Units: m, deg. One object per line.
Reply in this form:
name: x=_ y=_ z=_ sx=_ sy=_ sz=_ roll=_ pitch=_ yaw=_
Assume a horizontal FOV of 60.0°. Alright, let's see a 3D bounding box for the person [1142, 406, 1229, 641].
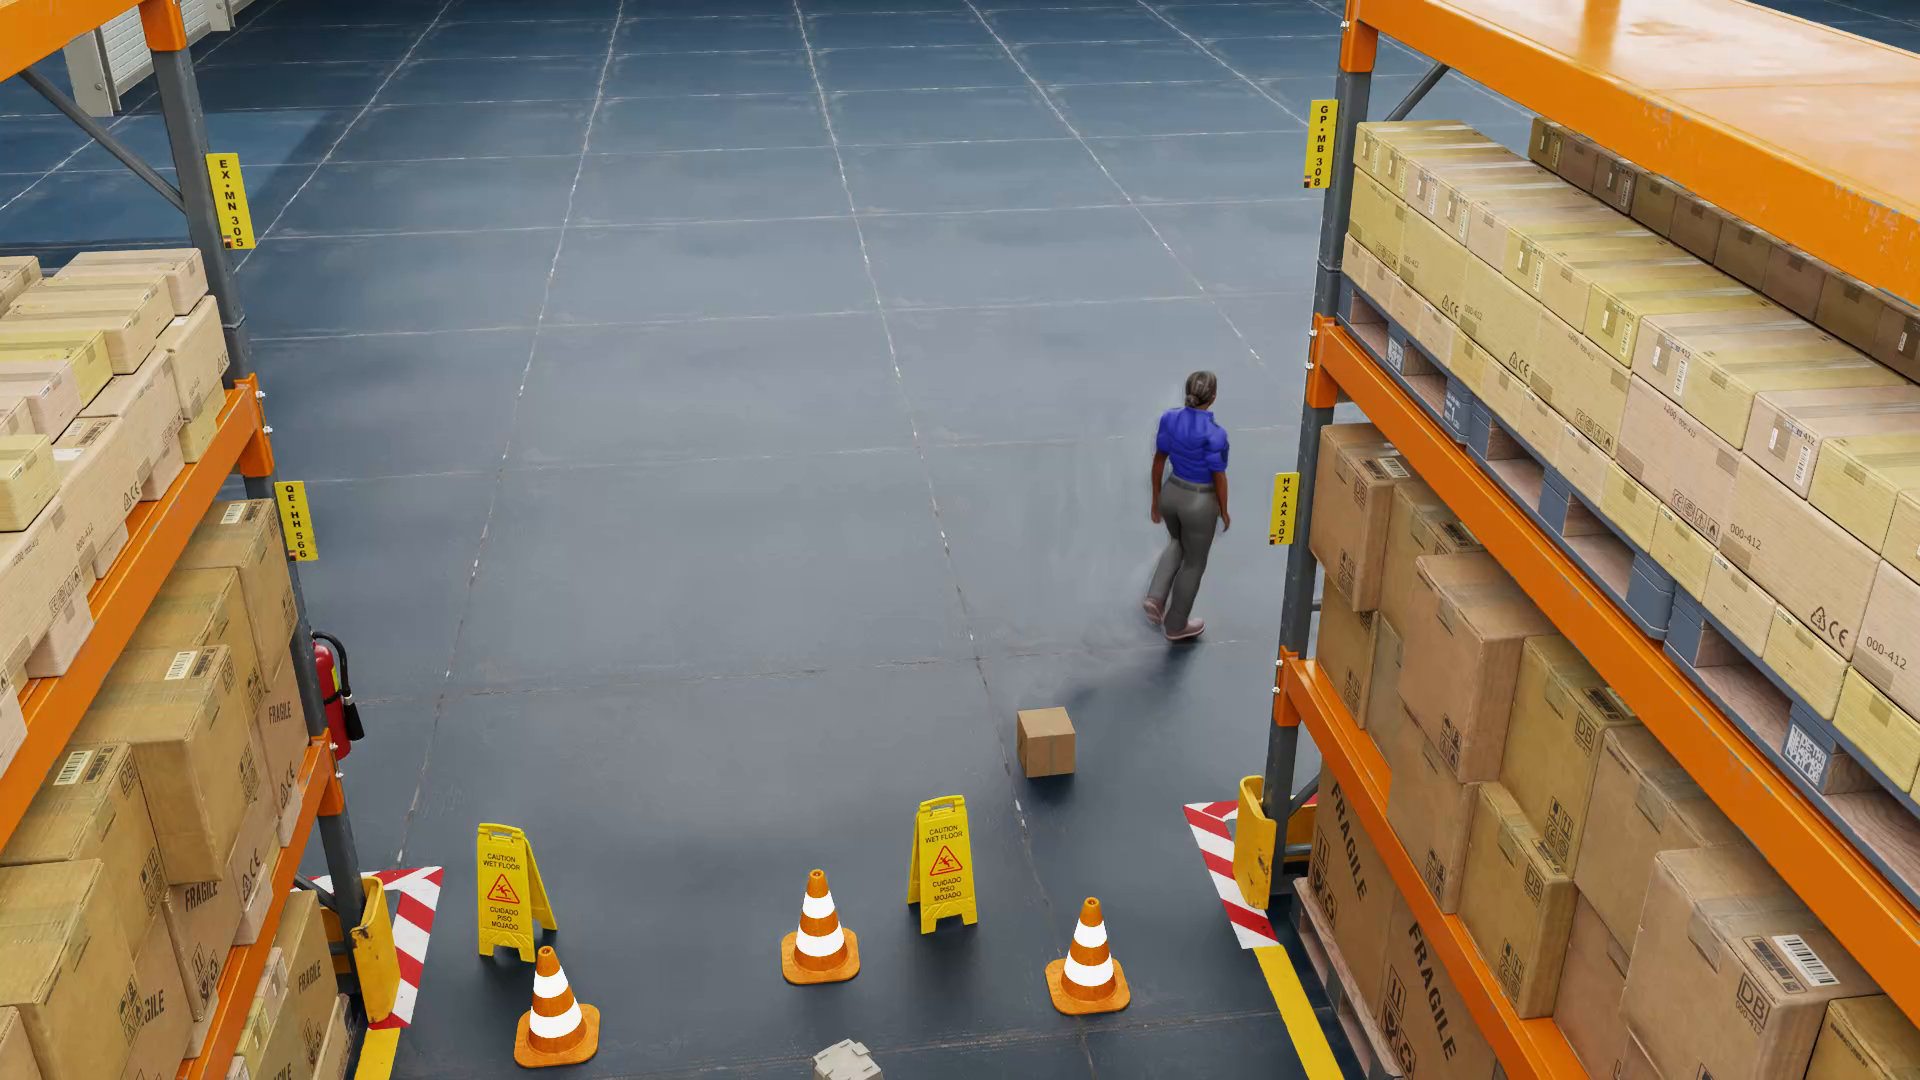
person: x=1.316 y=-0.102 z=9.476 sx=0.433 sy=1.463 sz=0.438 roll=-23 pitch=35 yaw=-37
